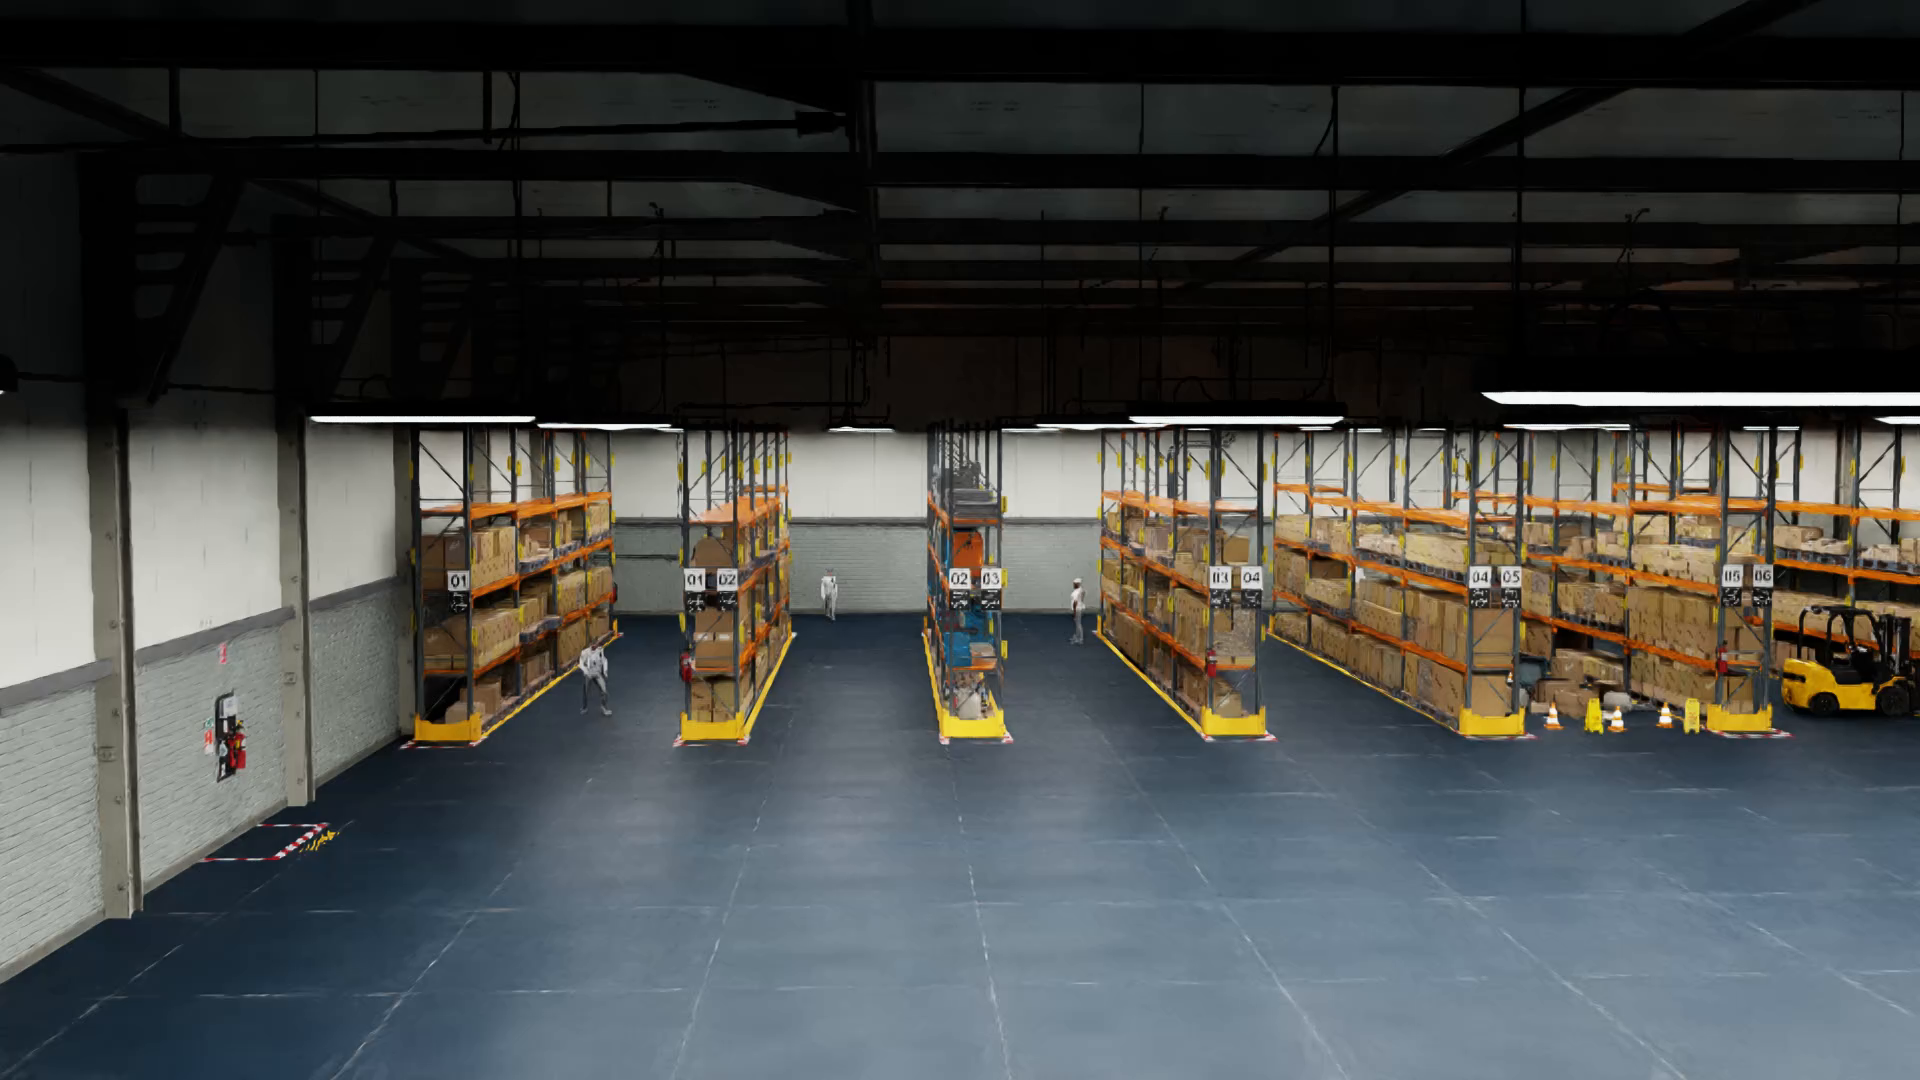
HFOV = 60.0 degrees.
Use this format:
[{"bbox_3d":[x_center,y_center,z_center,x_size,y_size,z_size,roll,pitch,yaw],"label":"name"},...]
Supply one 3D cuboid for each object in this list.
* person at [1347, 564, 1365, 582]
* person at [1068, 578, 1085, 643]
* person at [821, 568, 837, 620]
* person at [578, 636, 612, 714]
[{"bbox_3d":[12.427,1.512,52.062,0.623,1.770,0.606,2,4,33],"label":"person"},{"bbox_3d":[3.175,1.910,45.543,0.502,1.764,0.624,2,4,25],"label":"person"},{"bbox_3d":[-4.036,1.632,51.213,0.483,1.589,1.086,0,4,0],"label":"person"},{"bbox_3d":[-7.458,2.740,33.887,0.639,1.610,0.723,-1,4,-19],"label":"person"}]
